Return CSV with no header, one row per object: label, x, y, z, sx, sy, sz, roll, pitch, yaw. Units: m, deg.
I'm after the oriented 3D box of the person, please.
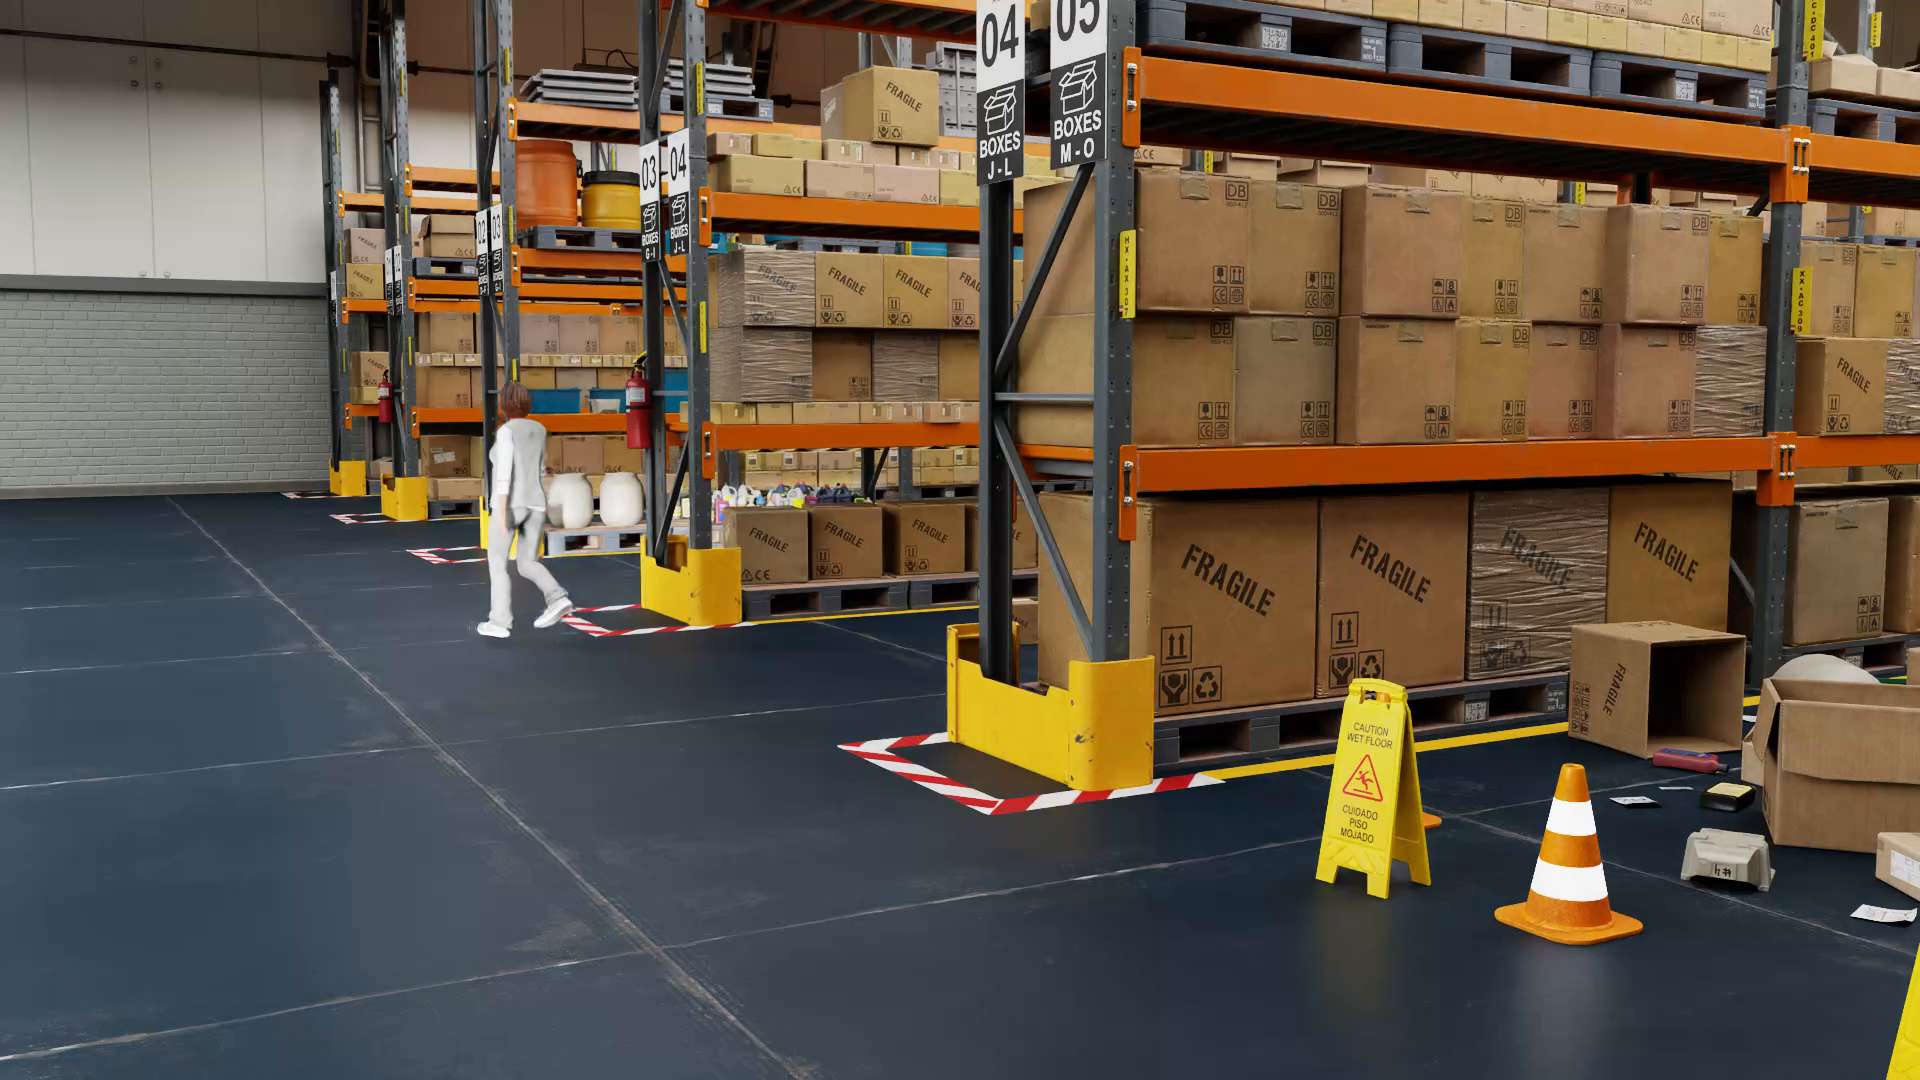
person,-2.655,-0.172,10.141,0.775,1.546,0.466,4,7,40
